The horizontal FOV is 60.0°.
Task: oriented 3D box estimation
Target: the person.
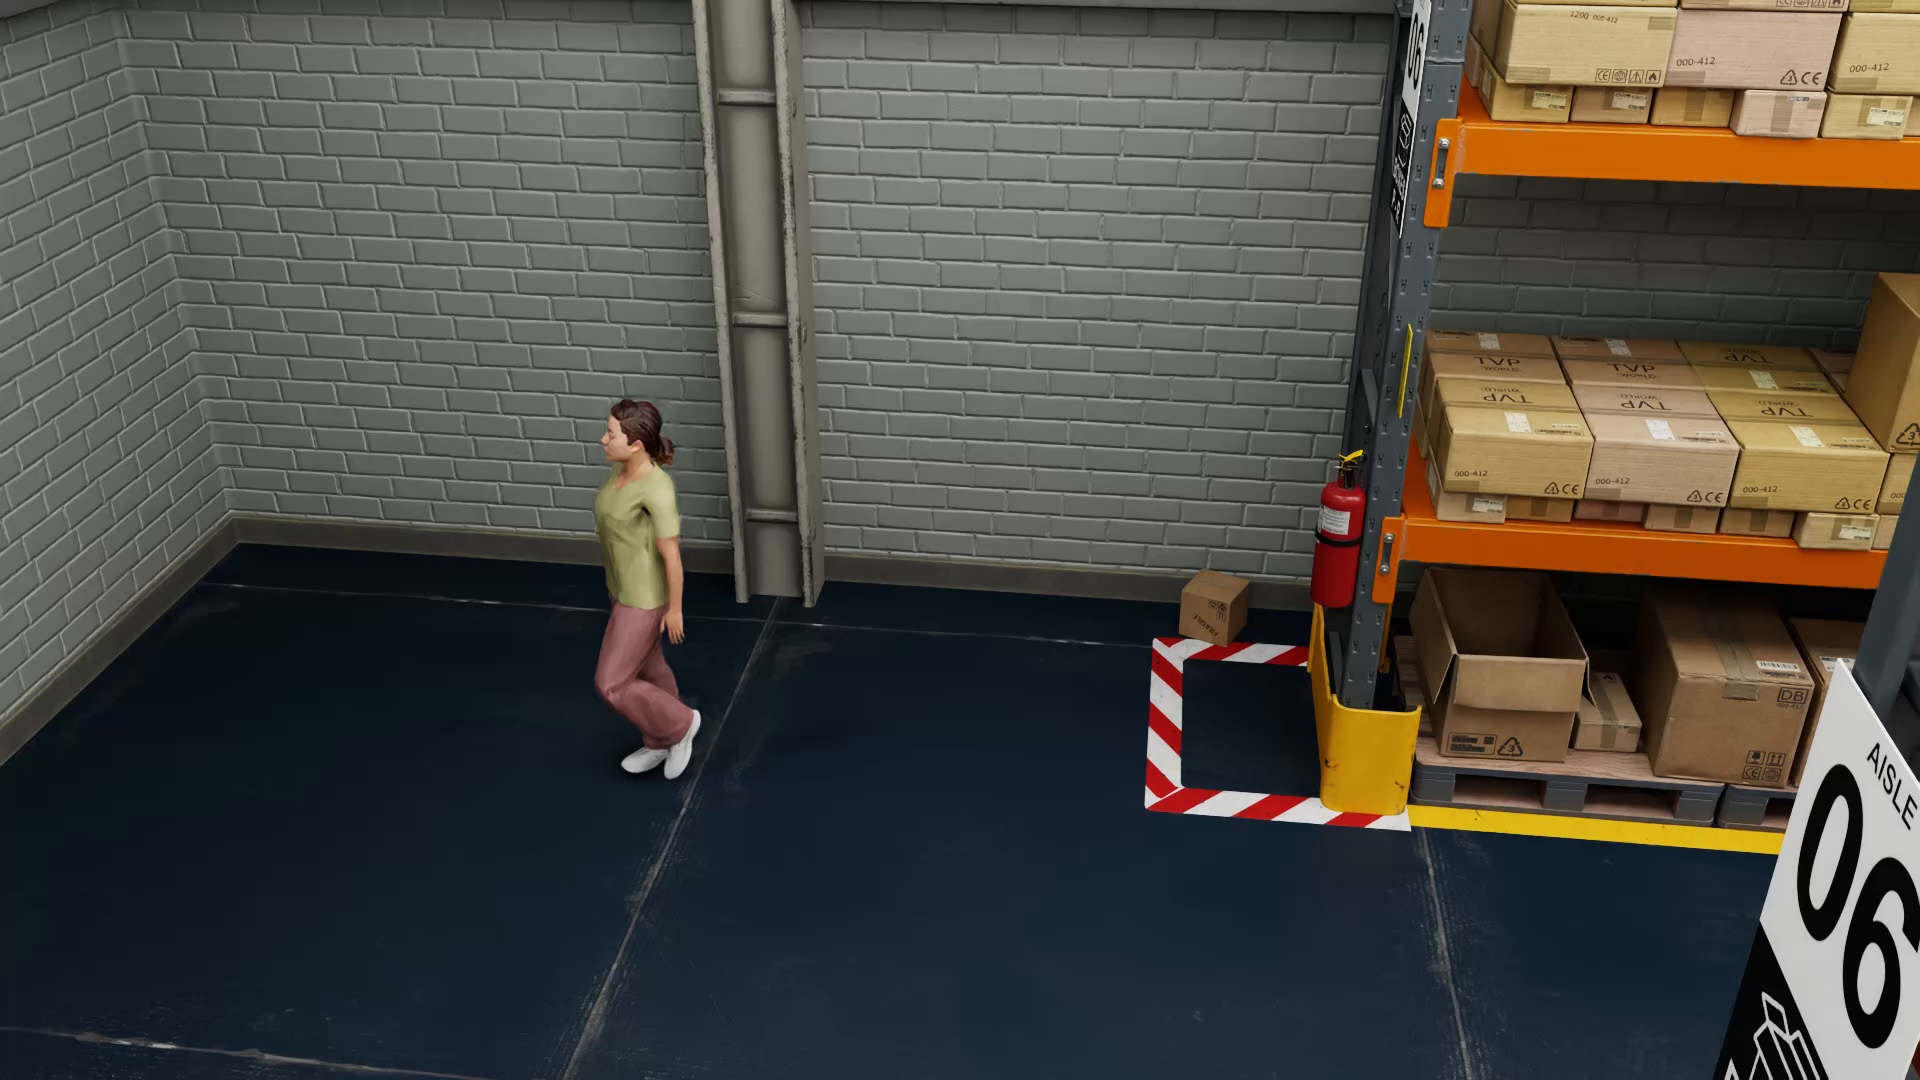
[{"bbox_3d":[-1.375,0.264,6.639,0.524,1.712,0.488,-14,31,-24],"label":"person"}]
